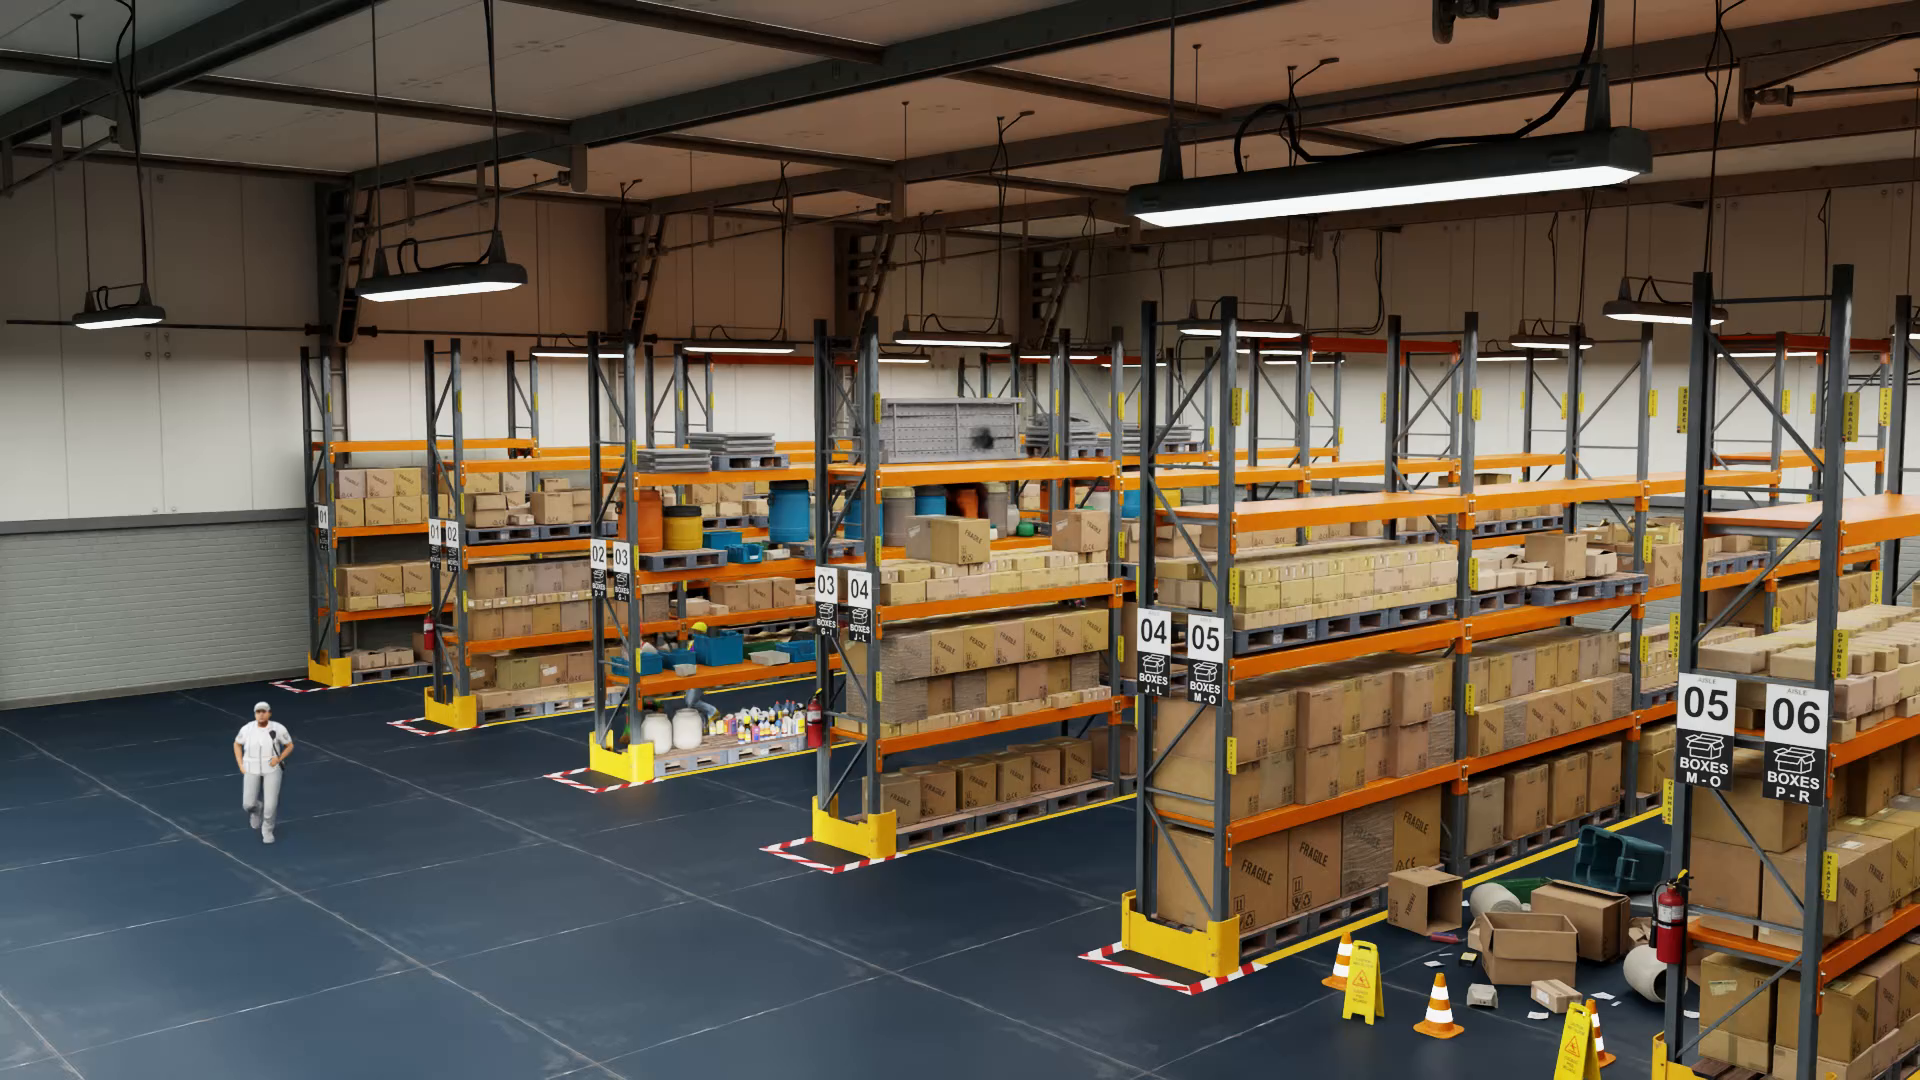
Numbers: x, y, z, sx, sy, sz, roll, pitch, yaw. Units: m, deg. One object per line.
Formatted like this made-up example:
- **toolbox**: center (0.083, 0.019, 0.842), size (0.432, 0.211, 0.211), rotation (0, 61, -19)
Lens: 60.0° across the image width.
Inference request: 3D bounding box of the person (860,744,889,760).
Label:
- **person**: center (-1.126, 2.416, 22.401), size (0.693, 1.606, 0.681), rotation (3, 6, 31)

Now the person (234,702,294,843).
- **person**: center (-8.038, 2.673, 19.193), size (0.657, 1.628, 0.531), rotation (-1, 5, -14)

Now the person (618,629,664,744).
- **person**: center (-4.778, 2.115, 24.948), size (0.654, 1.766, 0.986), rotation (3, 6, 32)

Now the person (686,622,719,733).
- **person**: center (-3.966, 2.095, 25.152), size (0.700, 1.720, 0.576), rotation (5, 7, 43)
